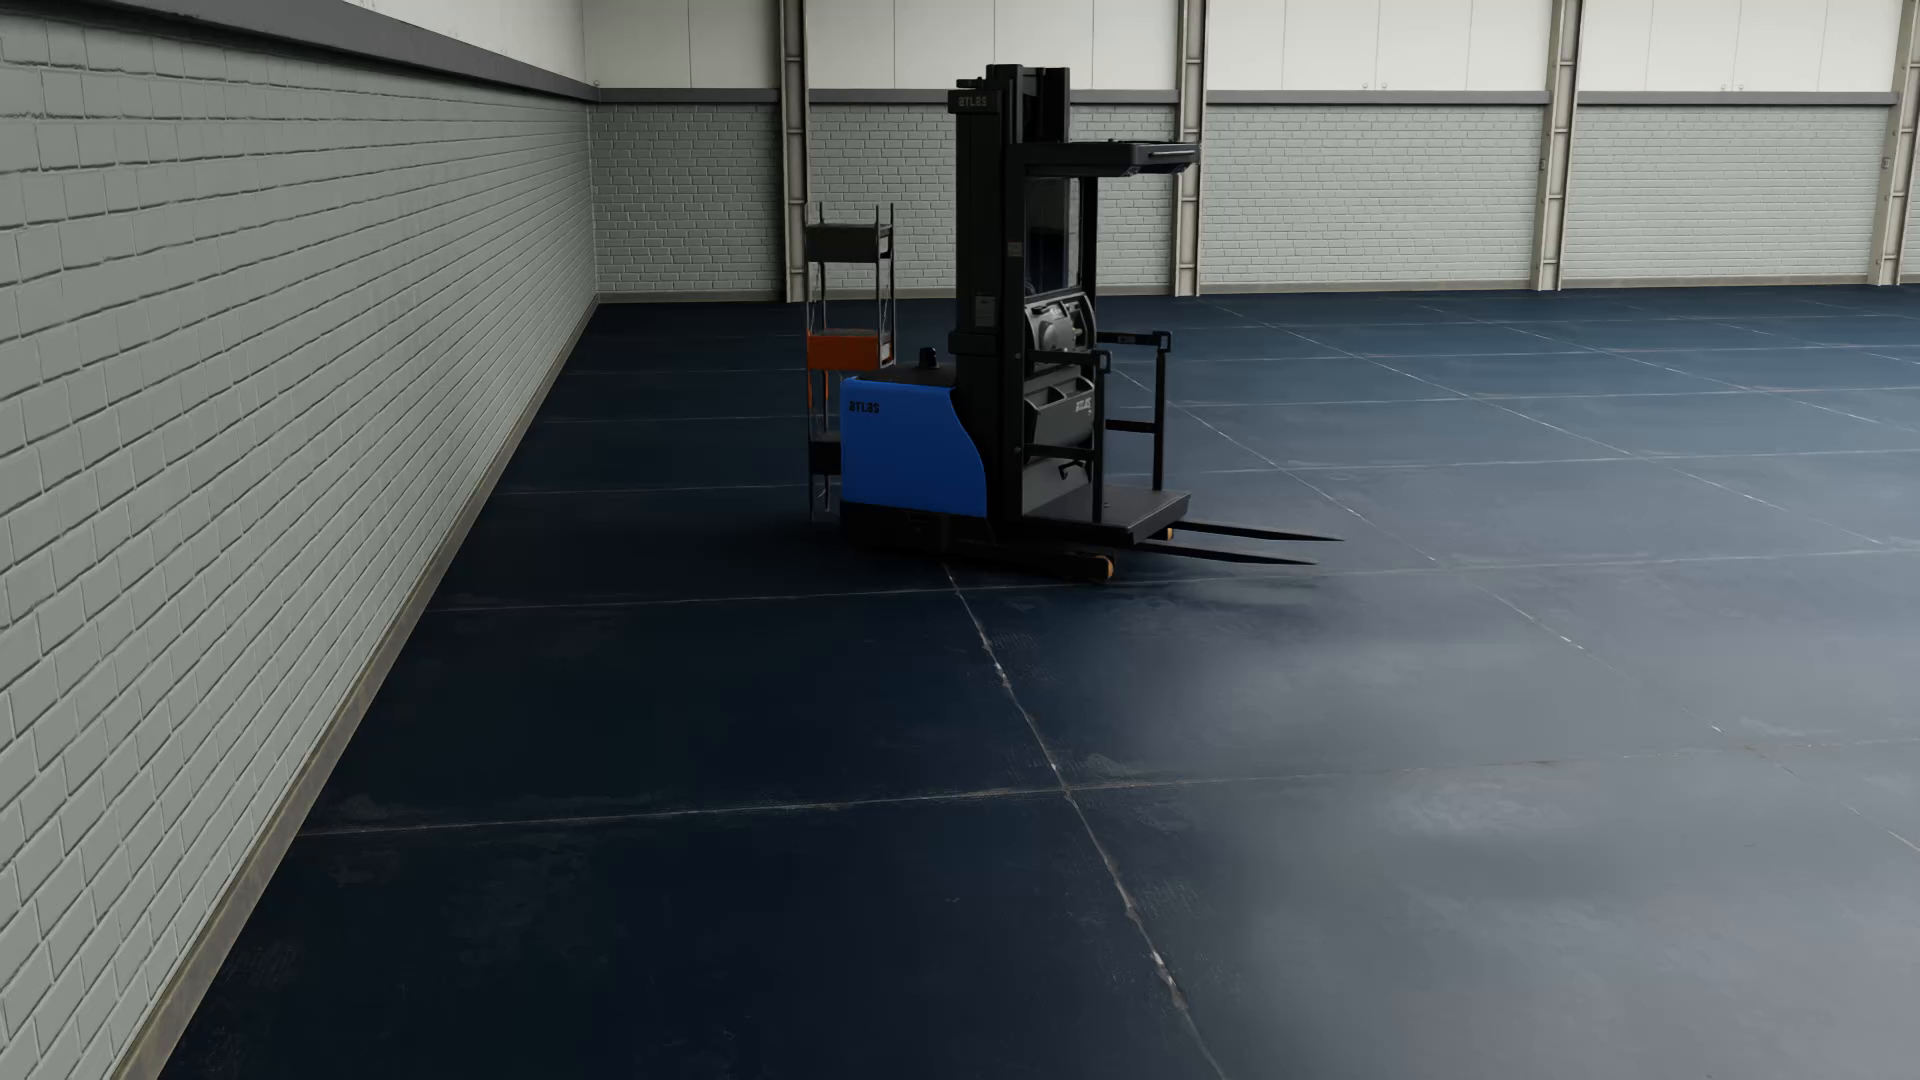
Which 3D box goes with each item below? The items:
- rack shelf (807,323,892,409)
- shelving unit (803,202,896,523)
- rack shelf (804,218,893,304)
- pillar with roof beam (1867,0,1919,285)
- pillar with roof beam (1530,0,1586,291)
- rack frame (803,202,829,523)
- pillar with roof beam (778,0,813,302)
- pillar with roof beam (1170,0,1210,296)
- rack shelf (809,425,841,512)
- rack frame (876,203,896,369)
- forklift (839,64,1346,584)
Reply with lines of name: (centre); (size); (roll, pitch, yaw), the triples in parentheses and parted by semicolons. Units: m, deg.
rack shelf: (-0.722, -1.155, 11.067); (0.480, 0.518, 0.431); (3, 14, 12)
shelving unit: (-0.722, -1.168, 11.064); (0.503, 2.100, 0.431); (3, 14, 12)
rack shelf: (-0.722, -1.834, 10.897); (0.480, 0.518, 0.431); (3, 14, 12)
pillar with roof beam: (16.013, -7.589, 22.484); (0.400, 9.000, 9.100); (-2, 14, -8)
pillar with roof beam: (10.080, -7.372, 21.617); (0.400, 9.000, 9.100); (-2, 14, -8)
rack frame: (-0.960, -1.181, 11.115); (0.015, 2.100, 0.400); (3, 14, 12)
pillar with roof beam: (-1.786, -6.937, 19.883); (0.400, 9.000, 9.100); (-2, 14, -8)
pillar with roof beam: (4.147, -7.154, 20.750); (0.400, 9.000, 9.100); (-2, 14, -8)
rack shelf: (-0.722, -0.476, 11.238); (0.480, 0.518, 0.431); (3, 14, 12)
rack frame: (-0.484, -1.156, 11.013); (0.015, 2.100, 0.400); (3, 14, 12)
forklift: (0.789, -1.313, 9.934); (3.031, 2.935, 1.130); (7, 16, 26)
